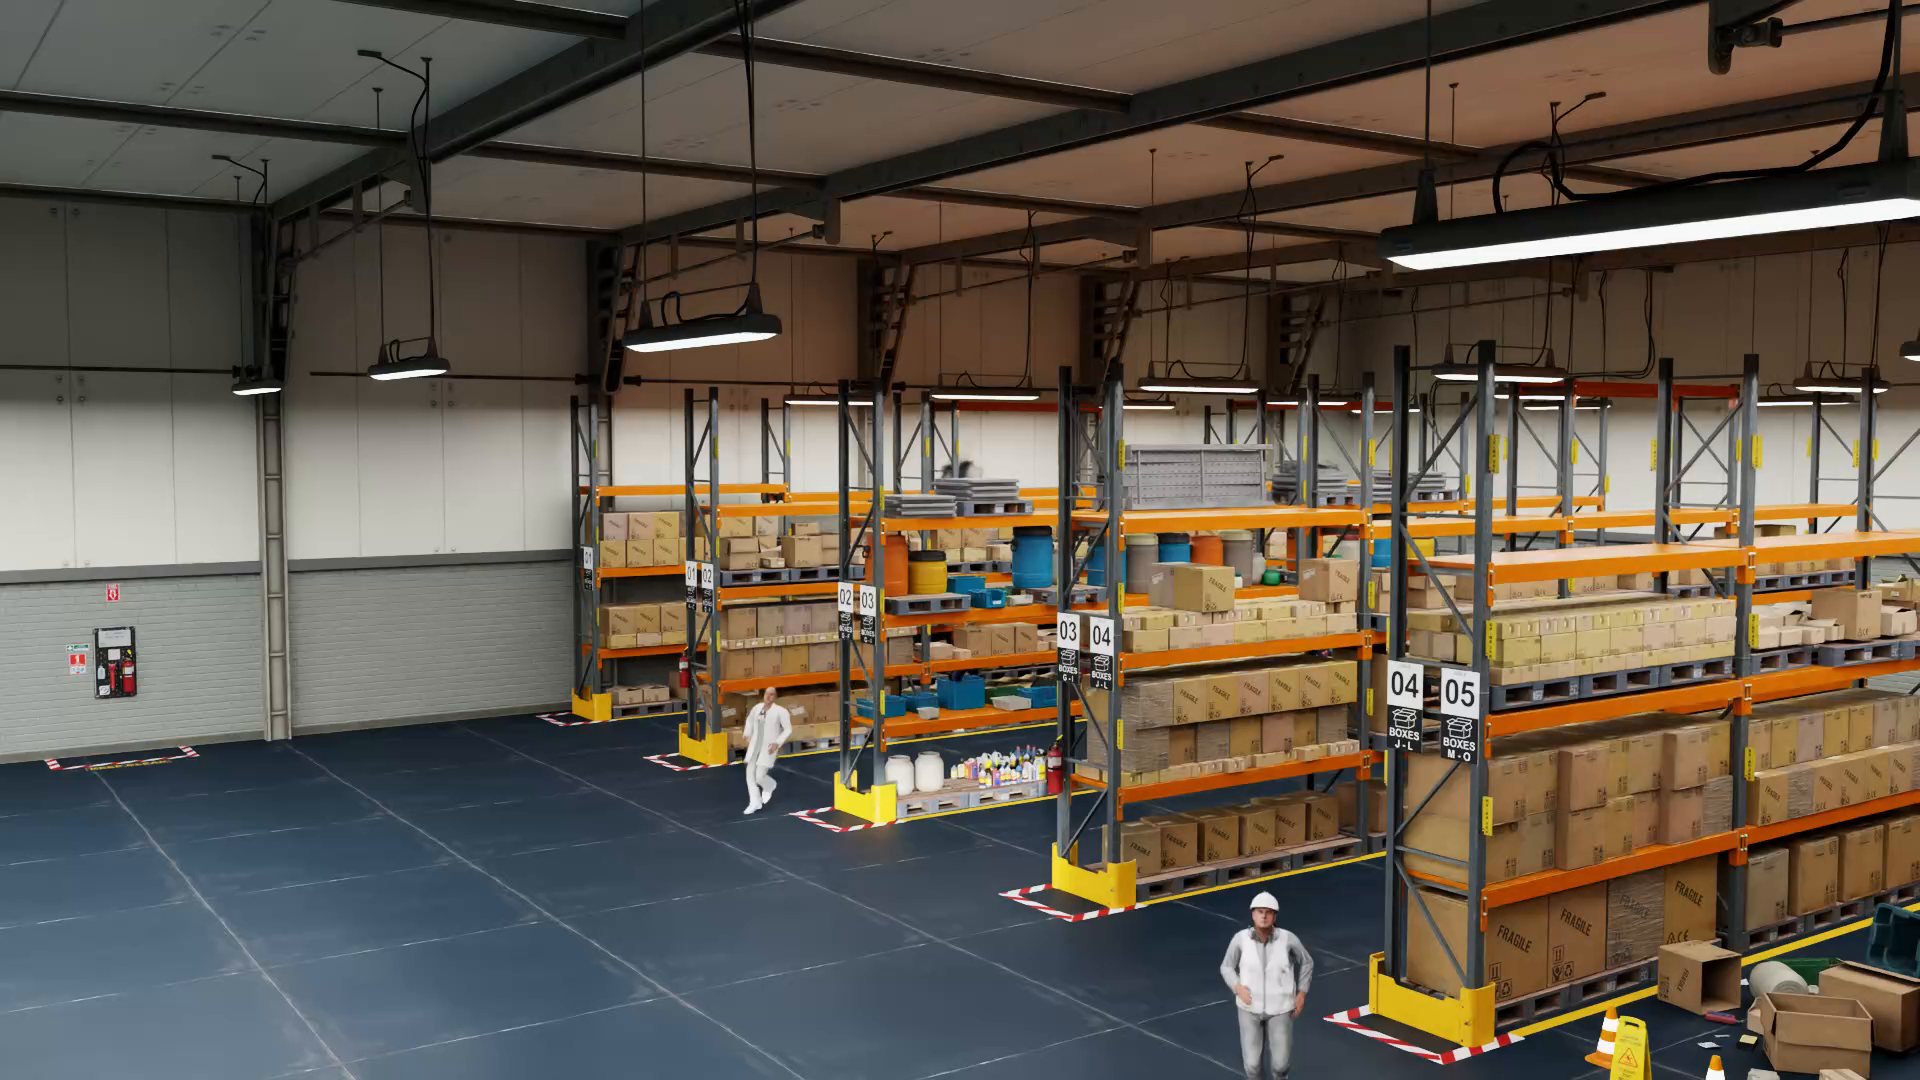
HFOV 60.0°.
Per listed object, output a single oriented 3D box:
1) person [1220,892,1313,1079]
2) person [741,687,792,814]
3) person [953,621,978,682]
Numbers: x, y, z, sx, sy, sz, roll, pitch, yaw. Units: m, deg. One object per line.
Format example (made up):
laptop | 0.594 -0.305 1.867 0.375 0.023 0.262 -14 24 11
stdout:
person | 2.316 3.540 12.604 0.698 1.737 0.591 1 4 12
person | -2.719 2.918 23.175 0.759 1.746 0.651 2 4 26
person | 0.152 2.378 32.355 0.934 1.648 0.601 -3 4 -37
